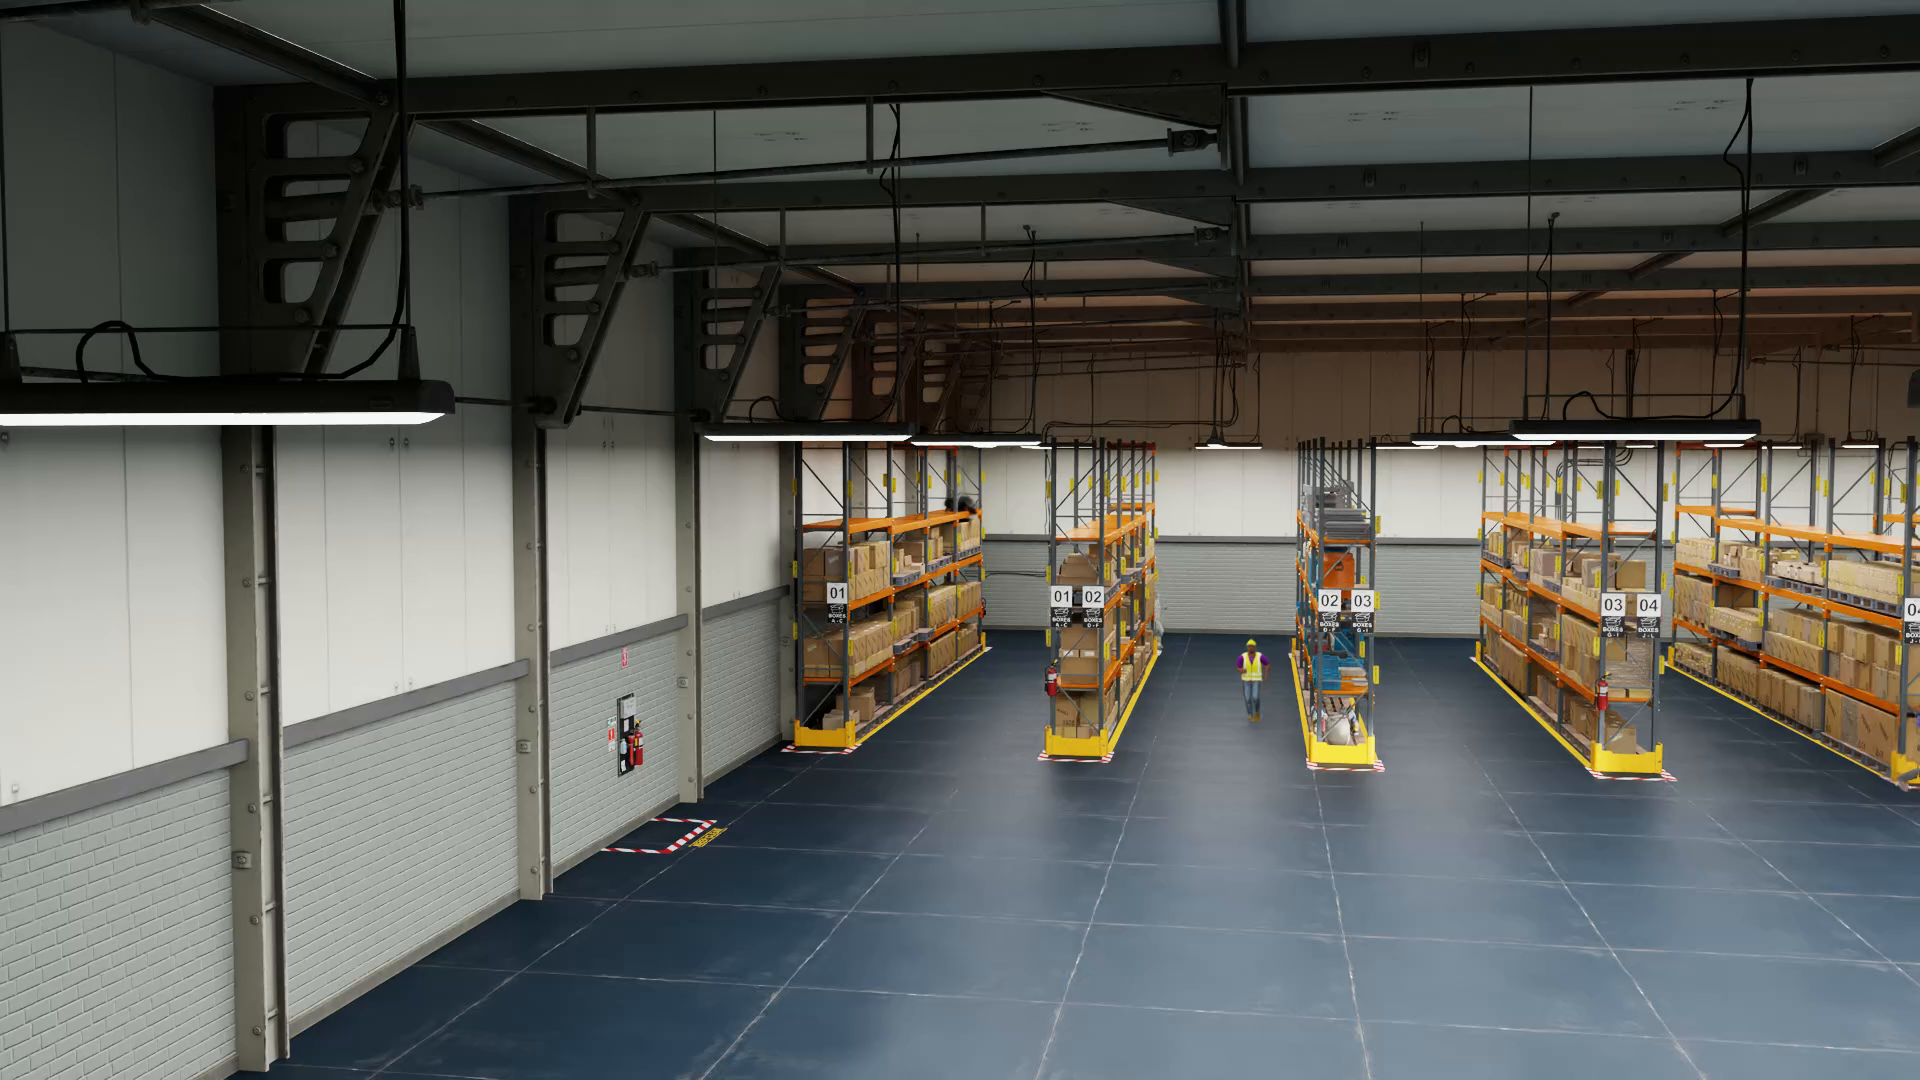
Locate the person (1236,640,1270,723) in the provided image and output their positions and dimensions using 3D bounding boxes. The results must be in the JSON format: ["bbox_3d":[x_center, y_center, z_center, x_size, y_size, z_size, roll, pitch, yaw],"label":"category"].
[{"bbox_3d":[6.158,2.983,35.079,0.673,1.748,0.678,1,3,18],"label":"person"}]

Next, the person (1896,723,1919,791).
[{"bbox_3d":[16.003,3.439,27.448,0.605,1.625,0.892,-2,4,-32],"label":"person"}]

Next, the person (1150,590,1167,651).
[{"bbox_3d":[5.600,2.314,47.980,0.726,1.807,0.657,2,3,27],"label":"person"}]
